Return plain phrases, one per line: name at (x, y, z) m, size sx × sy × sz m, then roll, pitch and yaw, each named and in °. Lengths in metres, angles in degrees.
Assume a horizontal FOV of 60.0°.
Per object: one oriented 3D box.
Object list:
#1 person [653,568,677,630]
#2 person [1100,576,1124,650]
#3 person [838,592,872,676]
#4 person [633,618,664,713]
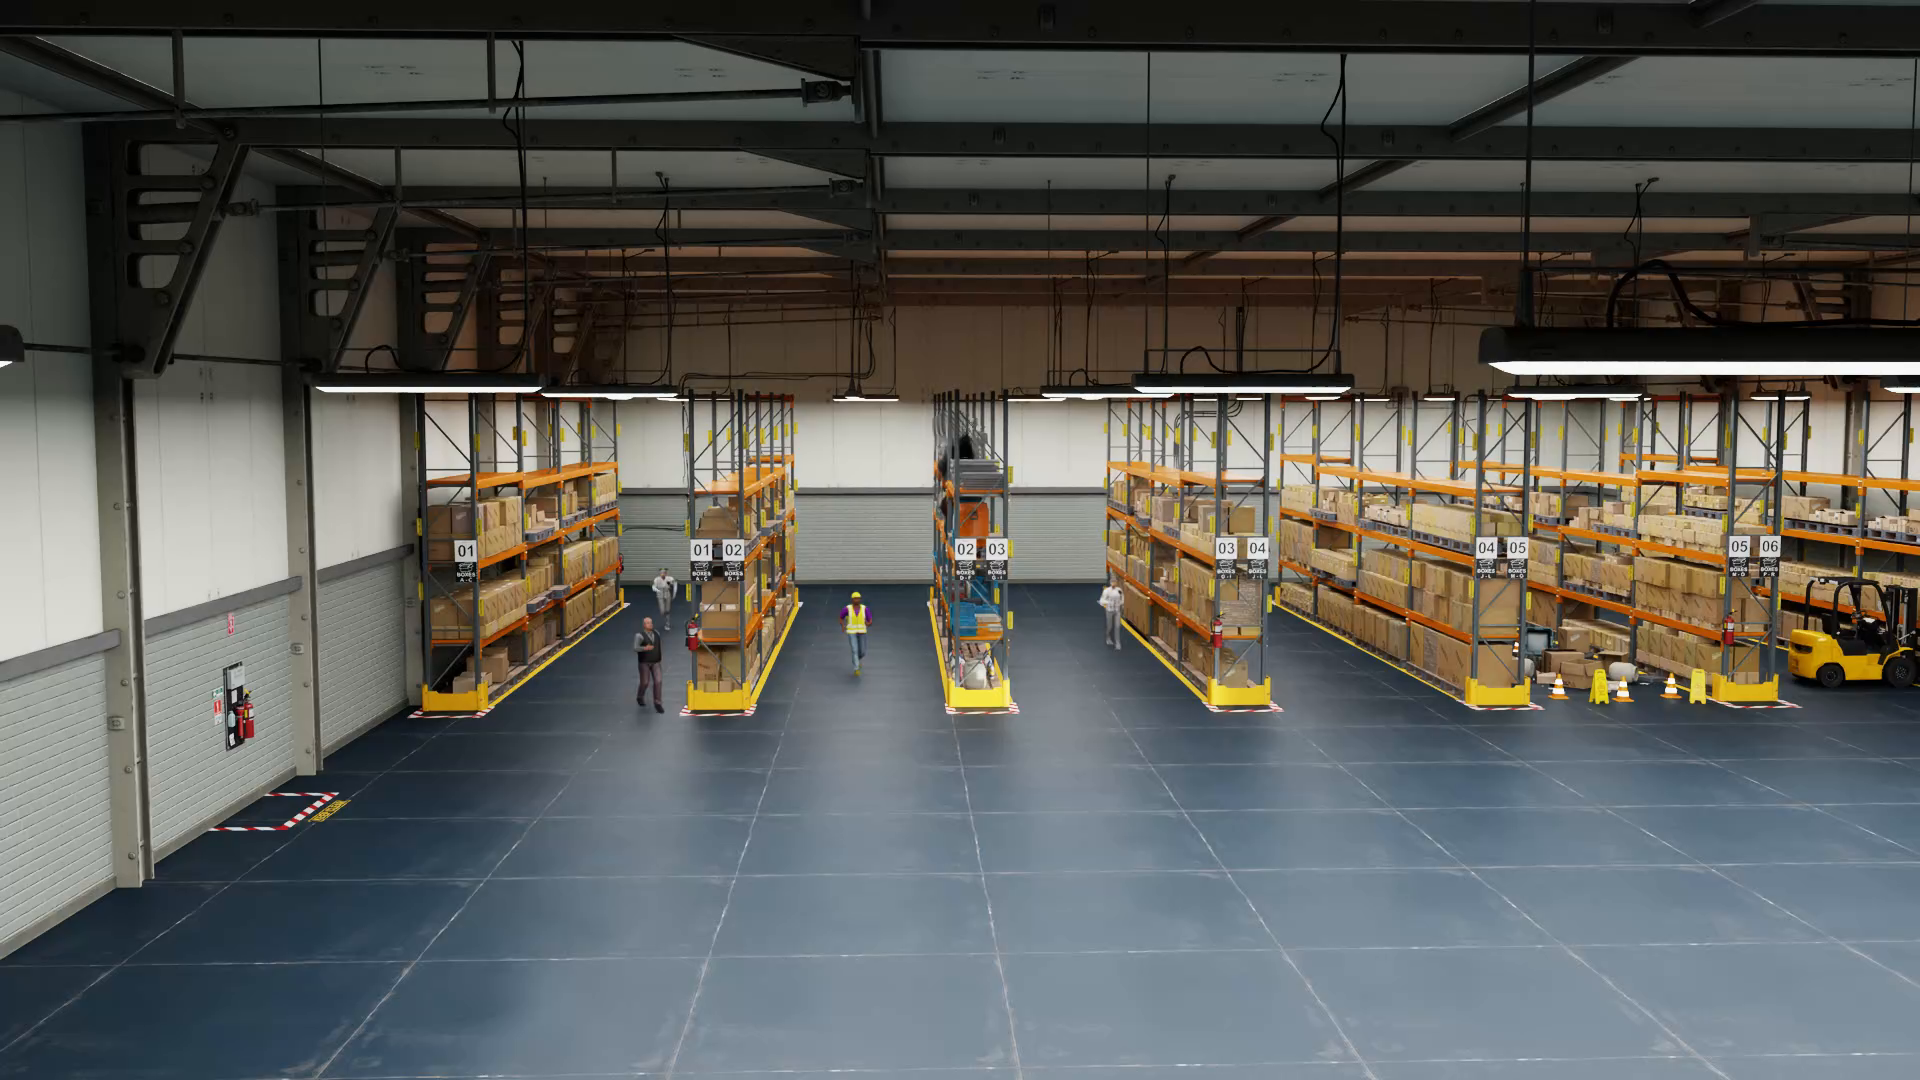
person at (-7.523, 1.487, 42.271) m, size 0.564 × 1.616 × 0.671 m, roll 0°, pitch 5°, yaw -4°
person at (3.590, 1.674, 38.956) m, size 0.617 × 1.684 × 0.919 m, roll -1°, pitch 5°, yaw -8°
person at (-2.204, 1.977, 35.309) m, size 0.715 × 1.739 × 0.870 m, roll -1°, pitch 5°, yaw -14°
person at (-5.783, 2.312, 30.972) m, size 0.656 × 1.735 × 0.880 m, roll -3°, pitch 6°, yaw -33°
